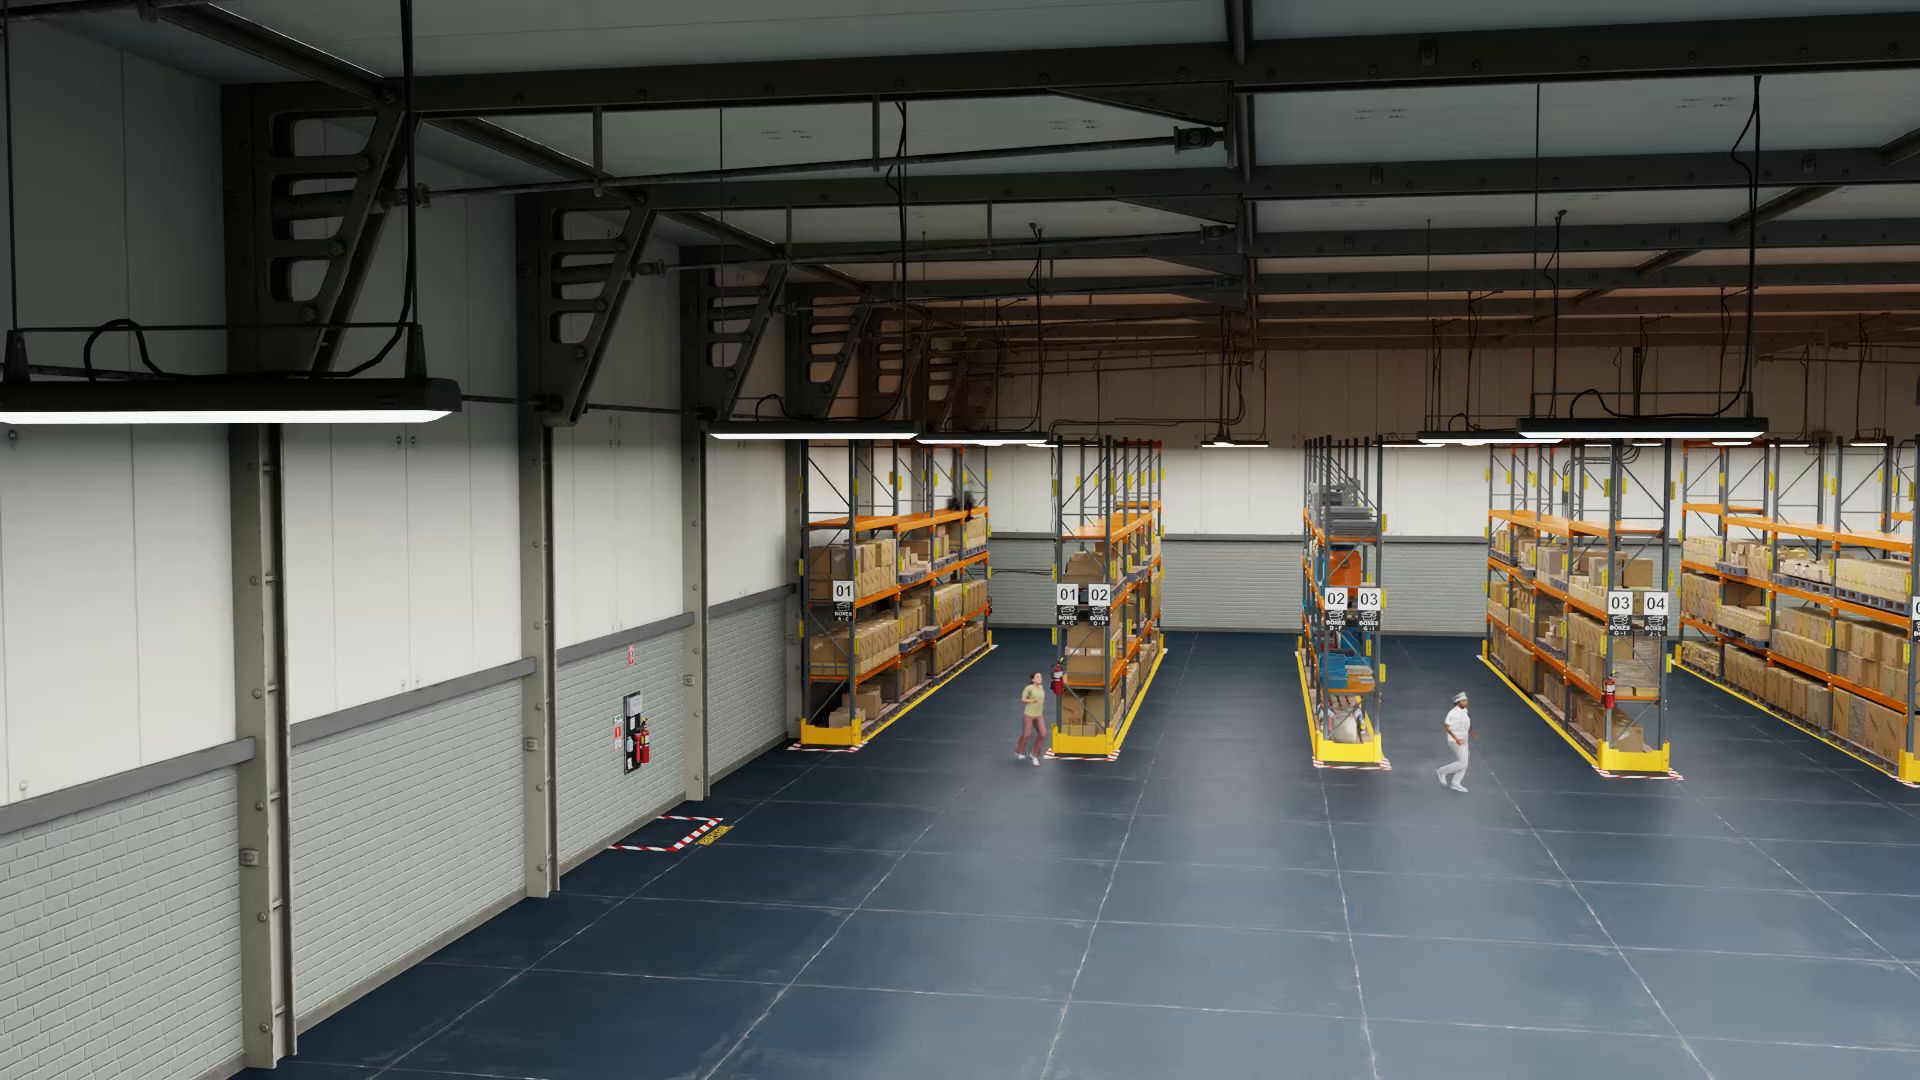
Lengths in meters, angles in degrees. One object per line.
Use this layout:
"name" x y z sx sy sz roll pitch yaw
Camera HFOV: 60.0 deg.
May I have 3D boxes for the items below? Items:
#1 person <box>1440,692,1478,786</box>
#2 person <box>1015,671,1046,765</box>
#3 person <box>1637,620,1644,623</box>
"person" 8.417 3.347 27.984 0.540 1.598 0.571 3 4 40
"person" 1.346 3.250 30.489 0.580 1.715 0.706 -2 4 -30
"person" 16.332 2.724 39.931 0.663 1.699 0.775 0 3 -1
